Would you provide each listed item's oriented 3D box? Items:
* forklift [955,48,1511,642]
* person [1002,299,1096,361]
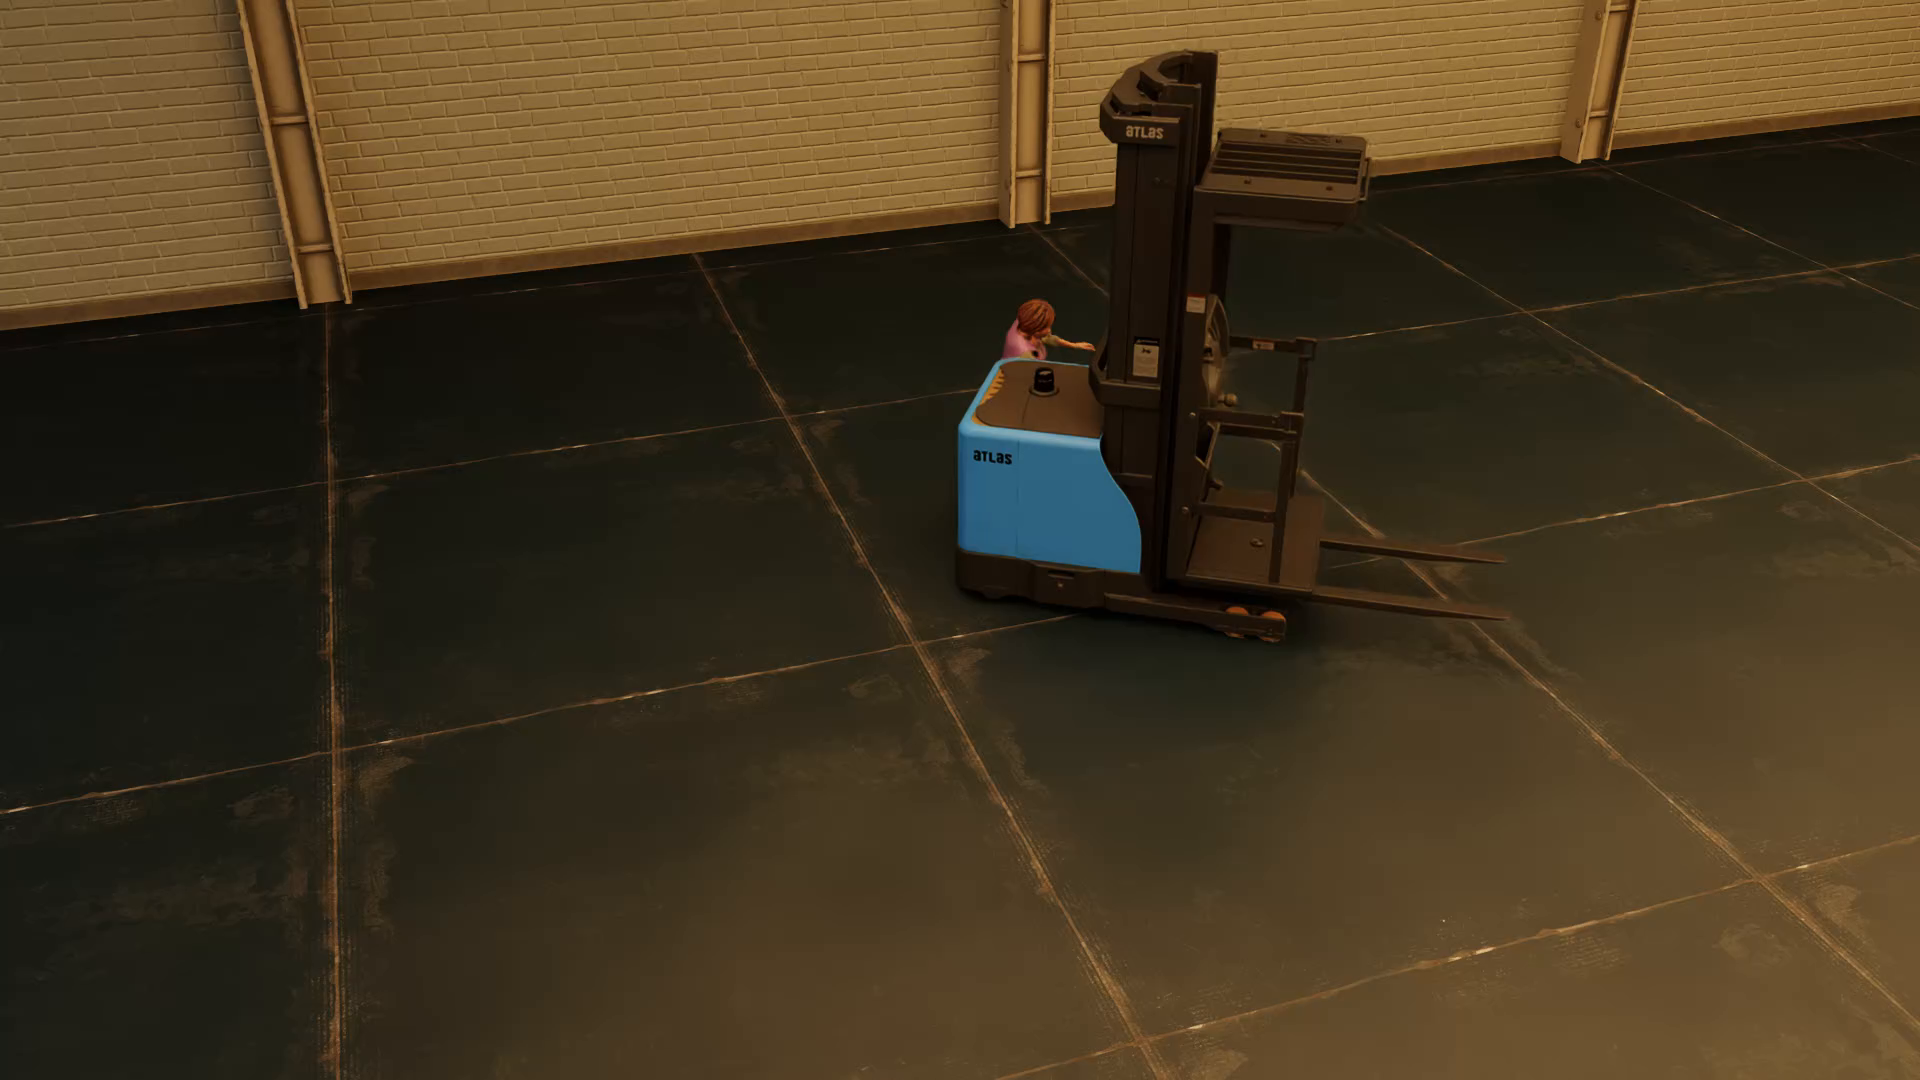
[{"bbox_3d":[1.548,-1.007,8.837,3.031,2.935,1.130,7,31,12],"label":"forklift"},{"bbox_3d":[0.591,-0.820,10.070,0.710,1.358,0.791,3,30,6],"label":"person"}]
